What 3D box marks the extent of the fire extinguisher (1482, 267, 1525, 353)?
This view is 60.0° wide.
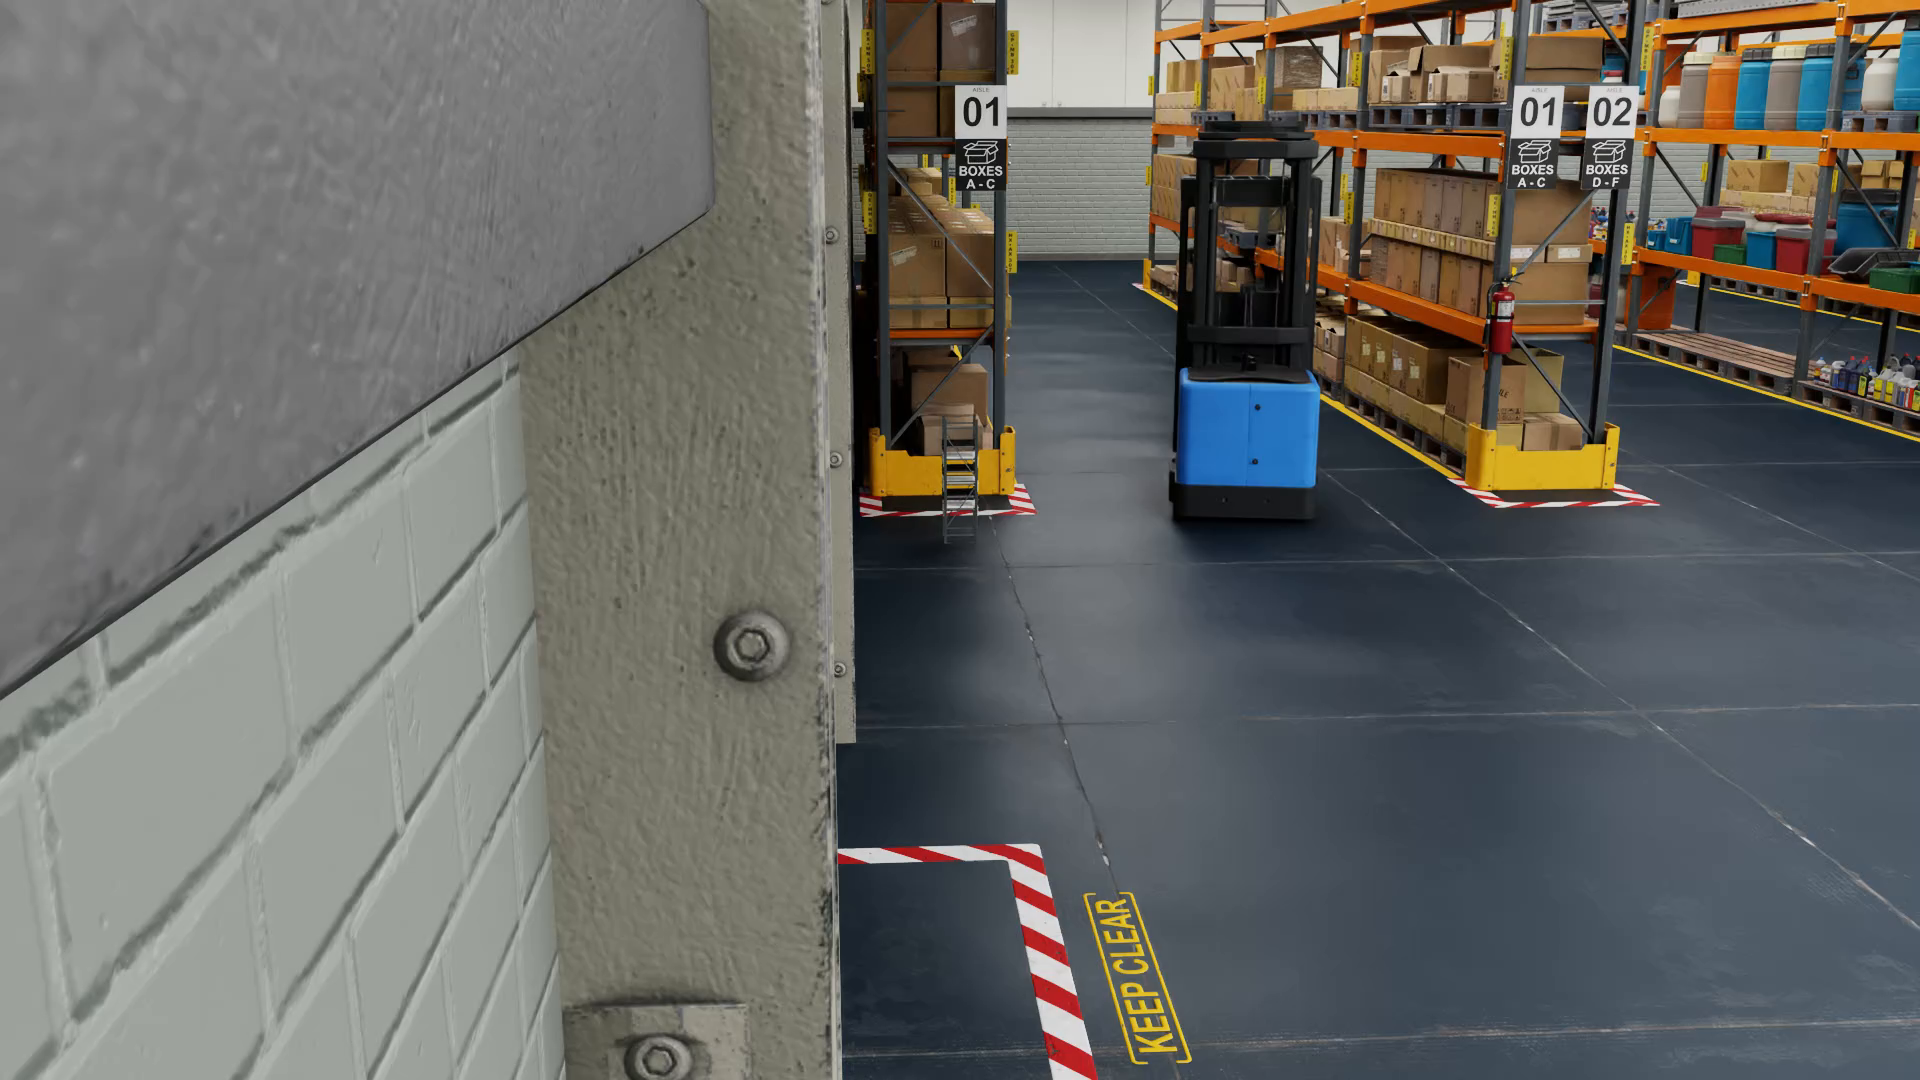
[{"bbox_3d":[4.344,-1.839,13.311,0.296,0.674,0.183,-1,14,-3],"label":"fire extinguisher"}]

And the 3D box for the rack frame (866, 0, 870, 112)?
[{"bbox_3d":[-0.639,-6.731,20.128,1.000,3.000,0.127,-1,14,-3],"label":"rack frame"}]

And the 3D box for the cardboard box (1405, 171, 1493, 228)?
[{"bbox_3d":[4.649,-3.225,15.735,0.700,0.500,0.500,-1,14,-3],"label":"cardboard box"}]

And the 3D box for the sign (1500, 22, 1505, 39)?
[{"bbox_3d":[9.301,-8.730,28.544,0.100,0.325,0.005,-1,14,-3],"label":"sign"}]

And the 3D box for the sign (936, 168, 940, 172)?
[{"bbox_3d":[-0.346,-5.354,24.649,0.100,0.325,0.005,-1,14,-3],"label":"sign"}]

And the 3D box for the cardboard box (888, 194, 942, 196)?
[{"bbox_3d":[-0.600,-3.970,20.354,0.700,0.500,0.500,-3,15,-10],"label":"cardboard box"}]

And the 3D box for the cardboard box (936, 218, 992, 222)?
[{"bbox_3d":[0.037,-2.640,15.021,0.500,0.500,0.500,0,14,-2],"label":"cardboard box"}]

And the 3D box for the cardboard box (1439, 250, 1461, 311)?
[{"bbox_3d":[4.722,-2.332,14.871,0.700,0.500,0.500,-1,14,-3],"label":"cardboard box"}]

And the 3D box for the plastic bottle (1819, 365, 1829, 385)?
[{"bbox_3d":[9.085,-1.730,17.465,0.097,0.201,0.097,0,14,0],"label":"plastic bottle"}]

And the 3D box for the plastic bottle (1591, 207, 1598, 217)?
[{"bbox_3d":[9.252,-4.678,24.286,0.144,0.351,0.185,-1,14,-3],"label":"plastic bottle"}]

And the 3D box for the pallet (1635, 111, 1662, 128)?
[{"bbox_3d":[9.299,-5.532,21.865,1.003,0.211,1.213,-1,14,-3],"label":"pallet"}]

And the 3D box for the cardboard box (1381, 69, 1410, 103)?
[{"bbox_3d":[4.354,-4.325,15.853,0.500,0.311,0.500,-2,15,-7],"label":"cardboard box"}]

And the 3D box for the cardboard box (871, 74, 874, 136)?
[{"bbox_3d":[-0.475,-3.569,13.616,0.500,0.500,0.500,-1,14,-3],"label":"cardboard box"}]

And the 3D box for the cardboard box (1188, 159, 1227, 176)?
[{"bbox_3d":[3.767,-5.552,25.379,0.500,0.500,0.500,-1,14,-3],"label":"cardboard box"}]

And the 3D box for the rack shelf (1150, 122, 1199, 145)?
[{"bbox_3d":[3.933,-6.500,26.692,1.077,0.370,4.000,-1,14,-3],"label":"rack shelf"}]

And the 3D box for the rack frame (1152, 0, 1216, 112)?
[{"bbox_3d":[3.809,-8.798,28.161,1.000,3.000,0.127,-1,14,-3],"label":"rack frame"}]

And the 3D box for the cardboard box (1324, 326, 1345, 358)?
[{"bbox_3d":[4.241,-2.148,17.905,0.500,0.311,0.500,-1,14,-3],"label":"cardboard box"}]

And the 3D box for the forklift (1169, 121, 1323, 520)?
[{"bbox_3d":[2.306,-1.887,13.476,1.130,2.935,3.031,2,15,7],"label":"forklift"}]

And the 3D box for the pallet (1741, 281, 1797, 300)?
[{"bbox_3d":[13.897,-4.194,27.903,1.003,0.211,1.213,-1,14,-3],"label":"pallet"}]

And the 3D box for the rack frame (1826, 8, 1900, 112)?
[{"bbox_3d":[9.497,-5.889,16.856,1.000,3.000,0.127,-1,14,-3],"label":"rack frame"}]

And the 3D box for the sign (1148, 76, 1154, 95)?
[{"bbox_3d":[3.268,-7.760,28.394,0.100,0.325,0.005,-1,14,-3],"label":"sign"}]

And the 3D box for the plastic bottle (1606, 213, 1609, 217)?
[{"bbox_3d":[9.402,-4.604,24.150,0.152,0.276,0.135,-1,14,-3],"label":"plastic bottle"}]

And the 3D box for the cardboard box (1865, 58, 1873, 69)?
[{"bbox_3d":[13.893,-7.400,25.998,0.500,0.250,0.500,-2,15,-7],"label":"cardboard box"}]

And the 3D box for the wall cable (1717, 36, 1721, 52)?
[{"bbox_3d":[16.786,-11.967,34.024,2.277,5.999,0.120,-1,14,-3],"label":"wall cable"}]

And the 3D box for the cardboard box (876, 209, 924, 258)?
[{"bbox_3d":[-0.571,-3.011,16.465,0.500,0.500,0.500,-1,14,-5],"label":"cardboard box"}]

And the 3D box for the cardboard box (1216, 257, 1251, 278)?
[{"bbox_3d":[3.906,-3.891,23.757,0.500,0.250,0.500,-1,14,-3],"label":"cardboard box"}]

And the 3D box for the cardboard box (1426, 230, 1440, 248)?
[{"bbox_3d":[4.488,-2.754,15.207,0.380,0.149,0.250,-1,14,-4],"label":"cardboard box"}]

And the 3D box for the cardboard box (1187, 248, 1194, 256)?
[{"bbox_3d":[4.089,-4.764,28.655,0.500,0.500,0.500,-1,14,-3],"label":"cardboard box"}]

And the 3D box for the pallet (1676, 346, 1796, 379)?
[{"bbox_3d":[9.331,-2.132,19.890,1.003,0.211,1.213,-1,14,-3],"label":"pallet"}]

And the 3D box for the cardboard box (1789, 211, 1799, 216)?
[{"bbox_3d":[13.551,-5.191,26.685,0.380,0.149,0.250,-1,14,-2],"label":"cardboard box"}]

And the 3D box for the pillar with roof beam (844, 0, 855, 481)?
[{"bbox_3d":[3.247,-4.969,13.278,9.100,9.000,0.400,-1,14,-3],"label":"pillar with roof beam"}]

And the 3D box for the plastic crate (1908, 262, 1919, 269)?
[{"bbox_3d":[9.836,-2.641,16.569,0.499,0.251,0.616,-1,14,-3],"label":"plastic crate"}]

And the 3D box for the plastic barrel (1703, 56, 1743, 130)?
[{"bbox_3d":[9.124,-5.269,19.604,0.600,0.830,0.708,-1,14,-3],"label":"plastic barrel"}]

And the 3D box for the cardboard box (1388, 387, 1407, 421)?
[{"bbox_3d":[4.367,-1.287,15.684,0.500,0.250,0.500,-1,14,-3],"label":"cardboard box"}]

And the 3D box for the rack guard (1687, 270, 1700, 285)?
[{"bbox_3d":[13.695,-4.840,29.834,1.175,0.500,0.348,-1,14,-3],"label":"rack guard"}]

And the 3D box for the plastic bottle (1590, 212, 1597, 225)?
[{"bbox_3d":[8.759,-4.373,23.102,0.144,0.351,0.185,-1,14,-3],"label":"plastic bottle"}]

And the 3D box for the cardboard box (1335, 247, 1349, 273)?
[{"bbox_3d":[4.315,-3.059,18.165,0.396,0.266,0.258,-1,14,-5],"label":"cardboard box"}]

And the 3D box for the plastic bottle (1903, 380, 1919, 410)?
[{"bbox_3d":[9.205,-1.396,16.016,0.152,0.276,0.135,-1,14,-3],"label":"plastic bottle"}]

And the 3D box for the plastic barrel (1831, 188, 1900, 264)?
[{"bbox_3d":[9.775,-3.327,17.933,0.600,0.901,0.708,-1,14,-3],"label":"plastic barrel"}]

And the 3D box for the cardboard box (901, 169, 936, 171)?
[{"bbox_3d":[-0.581,-5.146,23.665,0.500,0.250,0.500,-1,14,-2],"label":"cardboard box"}]

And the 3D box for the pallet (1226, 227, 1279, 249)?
[{"bbox_3d":[4.193,-3.978,21.851,1.213,0.211,1.003,-1,14,-3],"label":"pallet"}]

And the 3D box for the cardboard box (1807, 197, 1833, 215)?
[{"bbox_3d":[13.655,-5.227,26.026,0.500,0.250,0.500,-1,14,-4],"label":"cardboard box"}]

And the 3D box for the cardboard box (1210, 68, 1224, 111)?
[{"bbox_3d":[4.015,-6.524,24.100,0.600,0.600,0.600,-2,15,-9],"label":"cardboard box"}]

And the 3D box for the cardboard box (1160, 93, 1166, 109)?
[{"bbox_3d":[3.605,-7.259,27.496,0.500,0.250,0.500,-1,14,-3],"label":"cardboard box"}]

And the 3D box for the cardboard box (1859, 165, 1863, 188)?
[{"bbox_3d":[14.170,-5.608,26.000,0.500,0.500,0.500,-1,14,-3],"label":"cardboard box"}]

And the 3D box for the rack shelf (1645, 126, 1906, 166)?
[{"bbox_3d":[9.373,-4.585,19.253,1.077,0.370,4.000,-1,14,-3],"label":"rack shelf"}]

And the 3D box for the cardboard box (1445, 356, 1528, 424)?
[{"bbox_3d":[4.470,-1.277,14.141,0.500,0.500,0.500,-1,14,-3],"label":"cardboard box"}]

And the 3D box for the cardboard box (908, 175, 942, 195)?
[{"bbox_3d":[-0.412,-4.515,21.212,0.500,0.250,0.500,-1,14,-2],"label":"cardboard box"}]

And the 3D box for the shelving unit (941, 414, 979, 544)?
[{"bbox_3d":[0.000,-0.438,11.922,0.258,0.900,0.210,-1,14,-3],"label":"shelving unit"}]

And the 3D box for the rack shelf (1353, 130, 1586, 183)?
[{"bbox_3d":[4.677,-3.515,15.093,1.077,0.370,4.000,-1,14,-3],"label":"rack shelf"}]

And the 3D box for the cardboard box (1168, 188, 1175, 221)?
[{"bbox_3d":[3.668,-5.449,26.985,0.500,0.500,0.500,-1,14,-3],"label":"cardboard box"}]

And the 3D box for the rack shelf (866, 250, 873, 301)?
[{"bbox_3d":[-0.515,-2.980,19.032,1.077,0.370,4.000,-1,14,-3],"label":"rack shelf"}]

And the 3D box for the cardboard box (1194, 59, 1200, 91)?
[{"bbox_3d":[4.062,-7.254,25.974,0.700,0.500,0.500,-1,14,-3],"label":"cardboard box"}]

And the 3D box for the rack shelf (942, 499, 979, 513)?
[{"bbox_3d":[0.000,-0.231,11.975,0.258,0.077,0.200,-1,14,-3],"label":"rack shelf"}]
